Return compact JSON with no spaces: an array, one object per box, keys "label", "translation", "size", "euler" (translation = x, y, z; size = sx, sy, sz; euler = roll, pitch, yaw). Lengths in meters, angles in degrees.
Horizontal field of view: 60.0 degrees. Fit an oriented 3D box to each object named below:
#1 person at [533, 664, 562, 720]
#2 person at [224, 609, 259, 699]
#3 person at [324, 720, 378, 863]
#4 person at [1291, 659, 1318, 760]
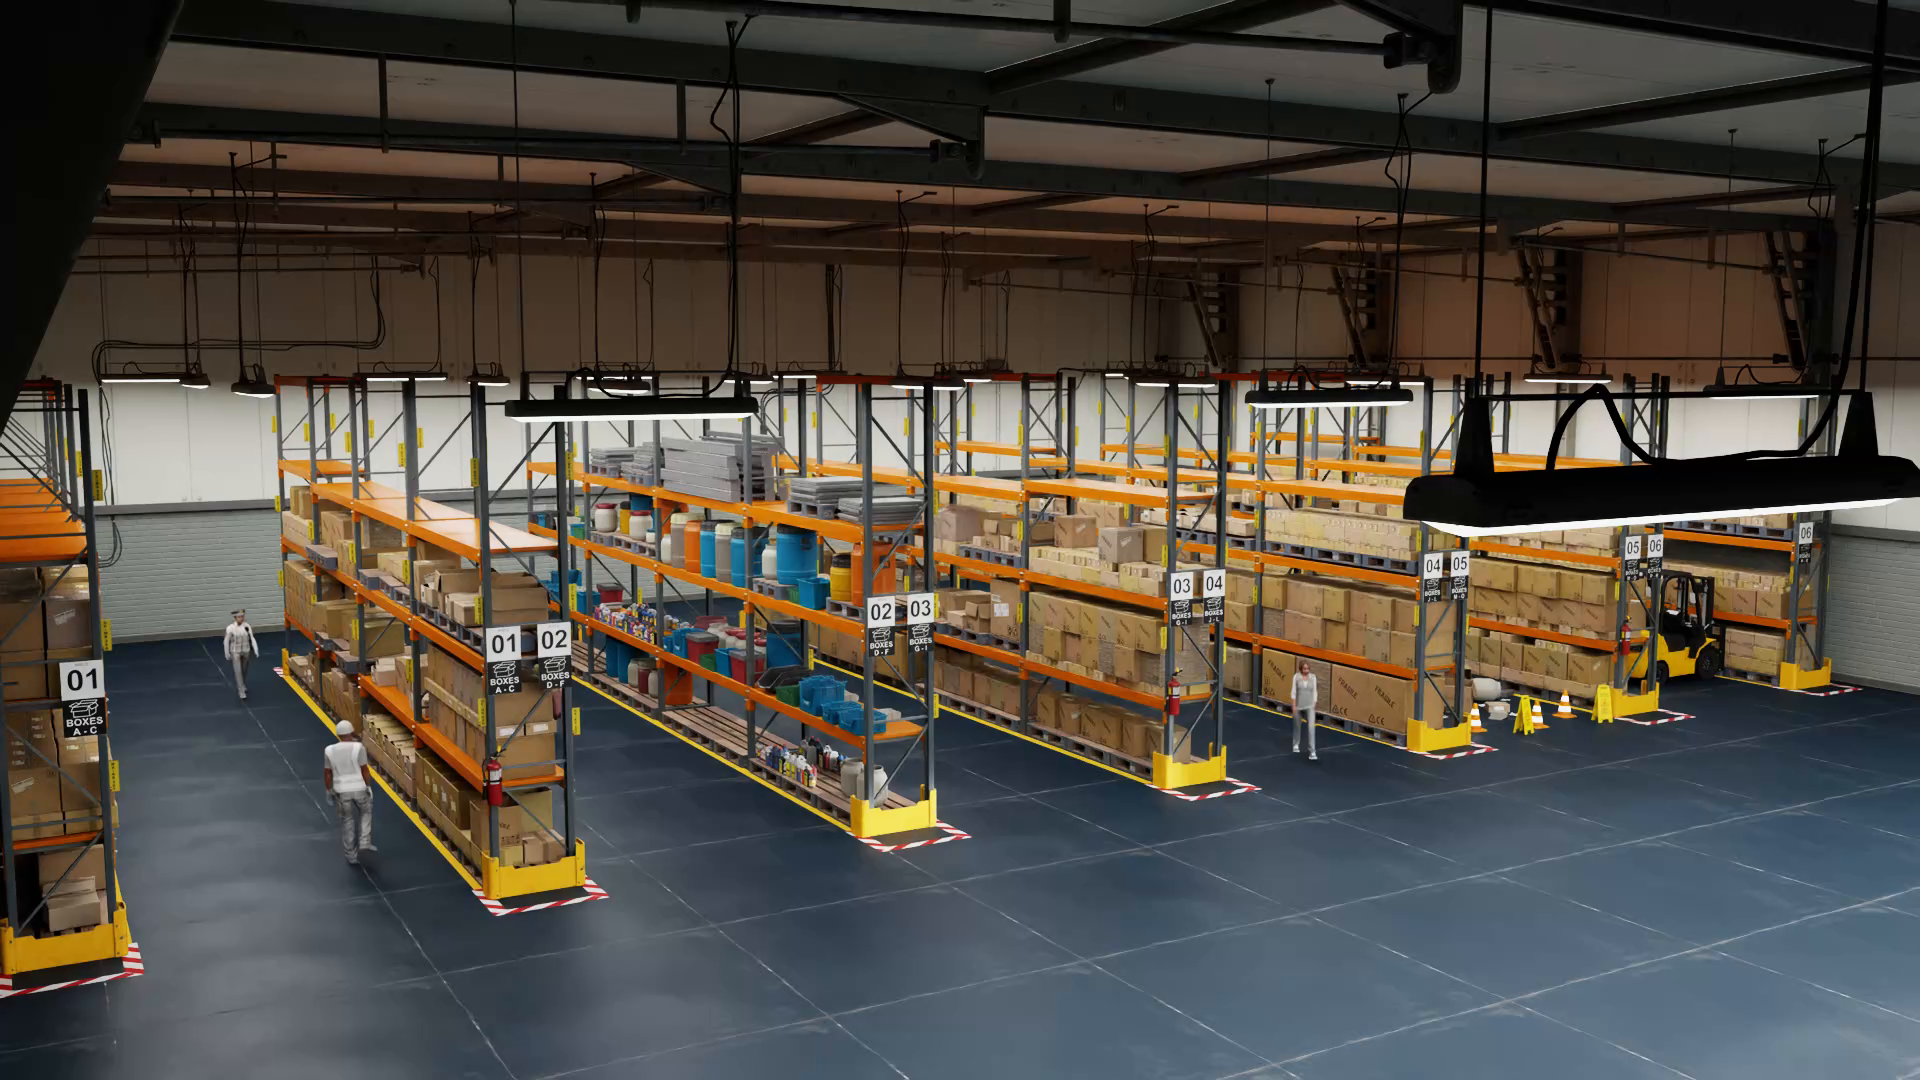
[{"label":"person","translation":[-6.843,2.506,27.576],"size":[0.534,1.655,0.638],"euler":[-4,8,-35]},{"label":"person","translation":[-13.479,2.099,31.174],"size":[0.567,1.608,1.034],"euler":[-4,7,-33]},{"label":"person","translation":[-7.670,3.158,20.910],"size":[0.594,1.774,0.521],"euler":[-2,7,-21]},{"label":"person","translation":[5.467,2.665,26.387],"size":[0.426,1.563,0.817],"euler":[1,6,11]}]
